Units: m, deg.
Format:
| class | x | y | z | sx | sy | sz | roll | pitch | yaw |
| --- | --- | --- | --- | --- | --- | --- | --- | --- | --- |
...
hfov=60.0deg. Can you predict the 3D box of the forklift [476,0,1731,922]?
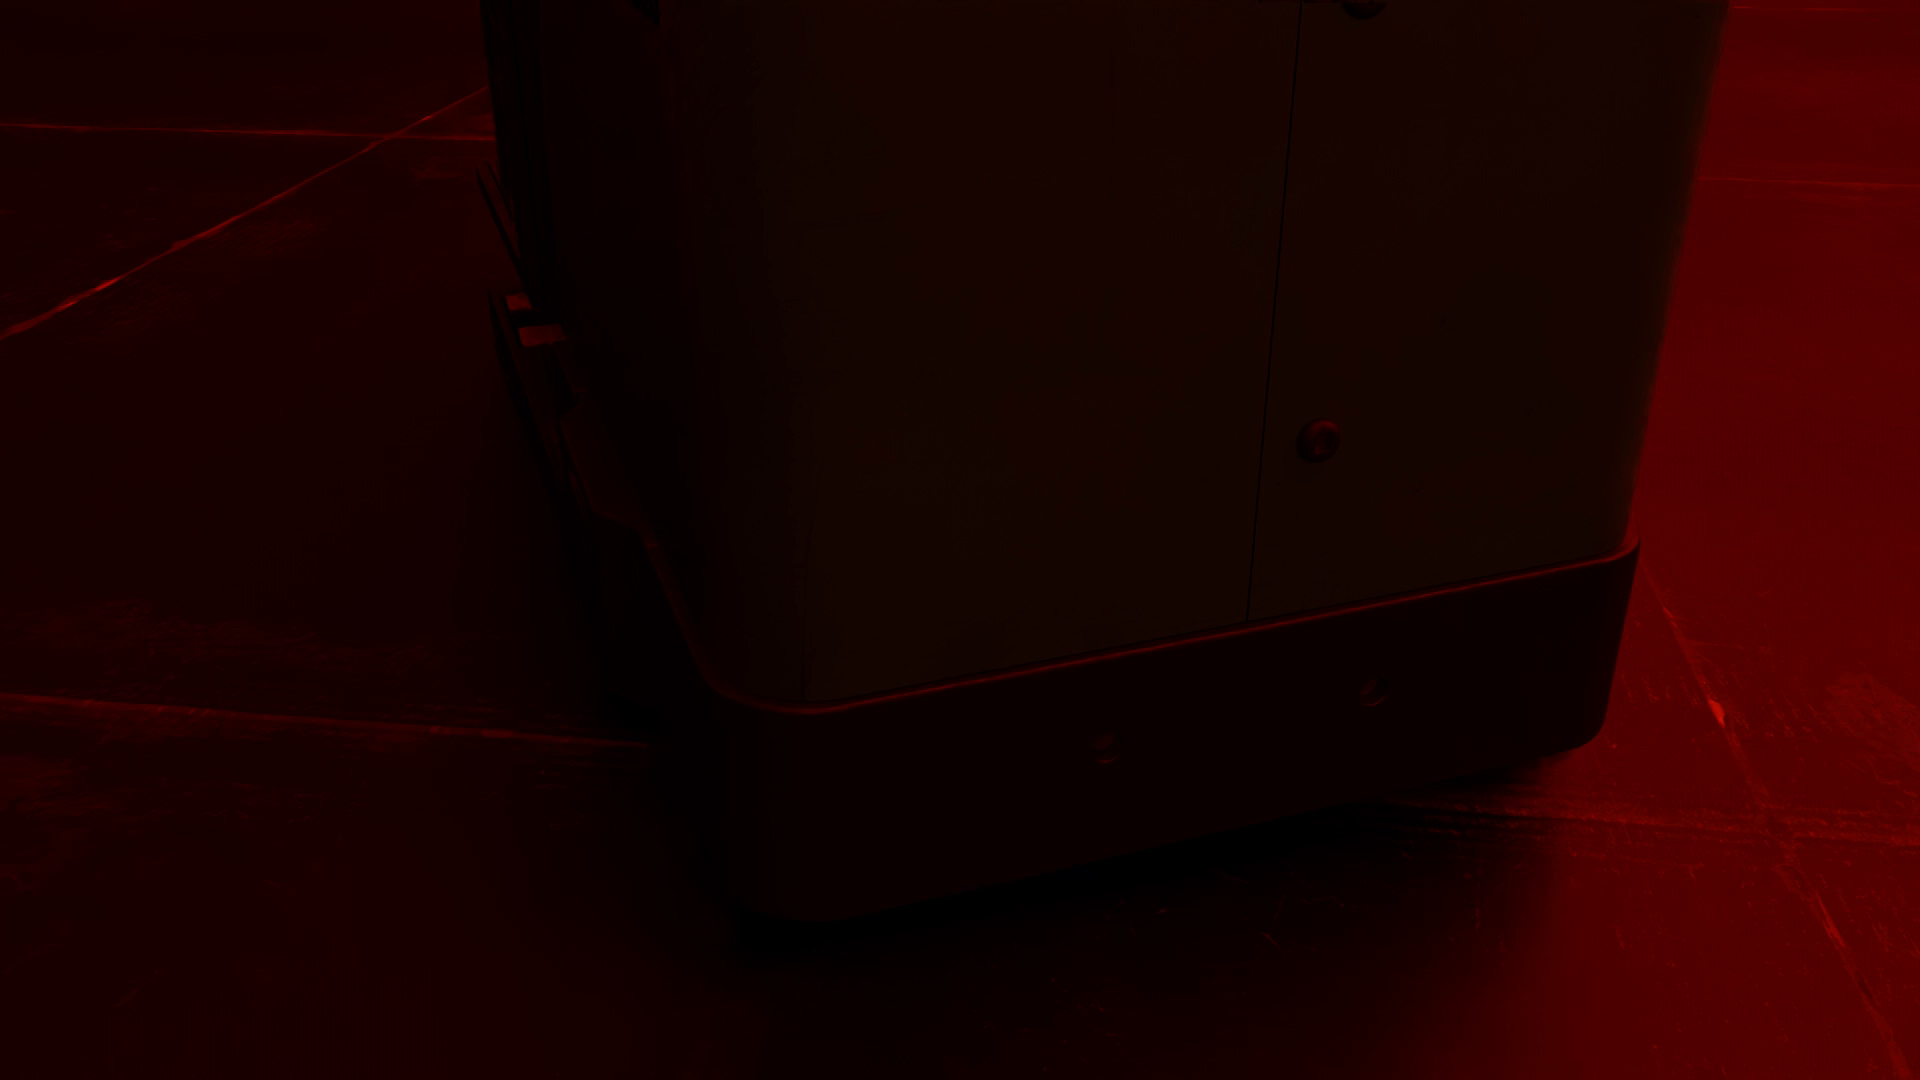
| class | x | y | z | sx | sy | sz | roll | pitch | yaw |
| --- | --- | --- | --- | --- | --- | --- | --- | --- | --- |
| forklift | -0.234 | -1.580 | 2.385 | 1.130 | 2.935 | 3.031 | -9 | 28 | -18 |
